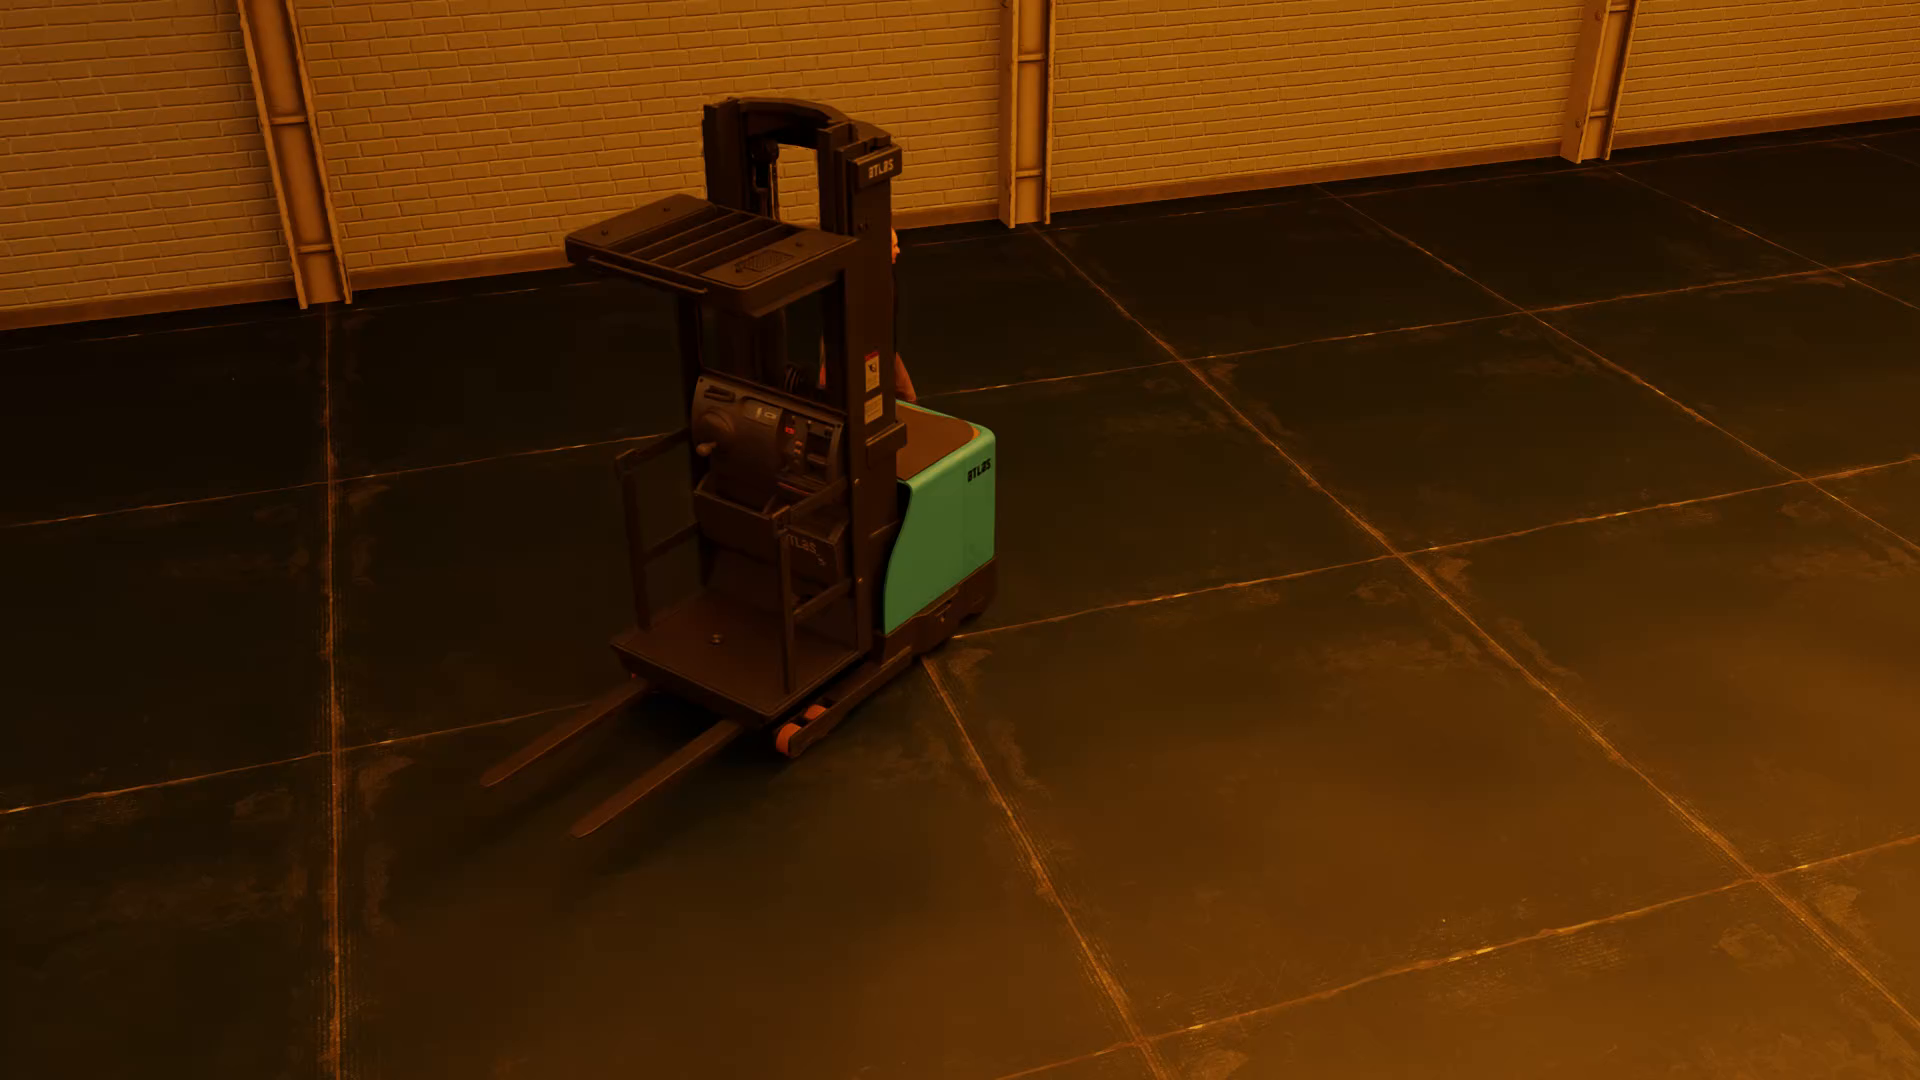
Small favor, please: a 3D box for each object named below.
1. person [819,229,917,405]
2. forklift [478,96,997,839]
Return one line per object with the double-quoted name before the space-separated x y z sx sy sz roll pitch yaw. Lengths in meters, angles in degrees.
"person" -0.570 -1.134 10.254 0.399 1.689 0.860 15 33 25
"forklift" -1.063 -0.477 7.915 1.130 2.935 3.031 20 35 30
